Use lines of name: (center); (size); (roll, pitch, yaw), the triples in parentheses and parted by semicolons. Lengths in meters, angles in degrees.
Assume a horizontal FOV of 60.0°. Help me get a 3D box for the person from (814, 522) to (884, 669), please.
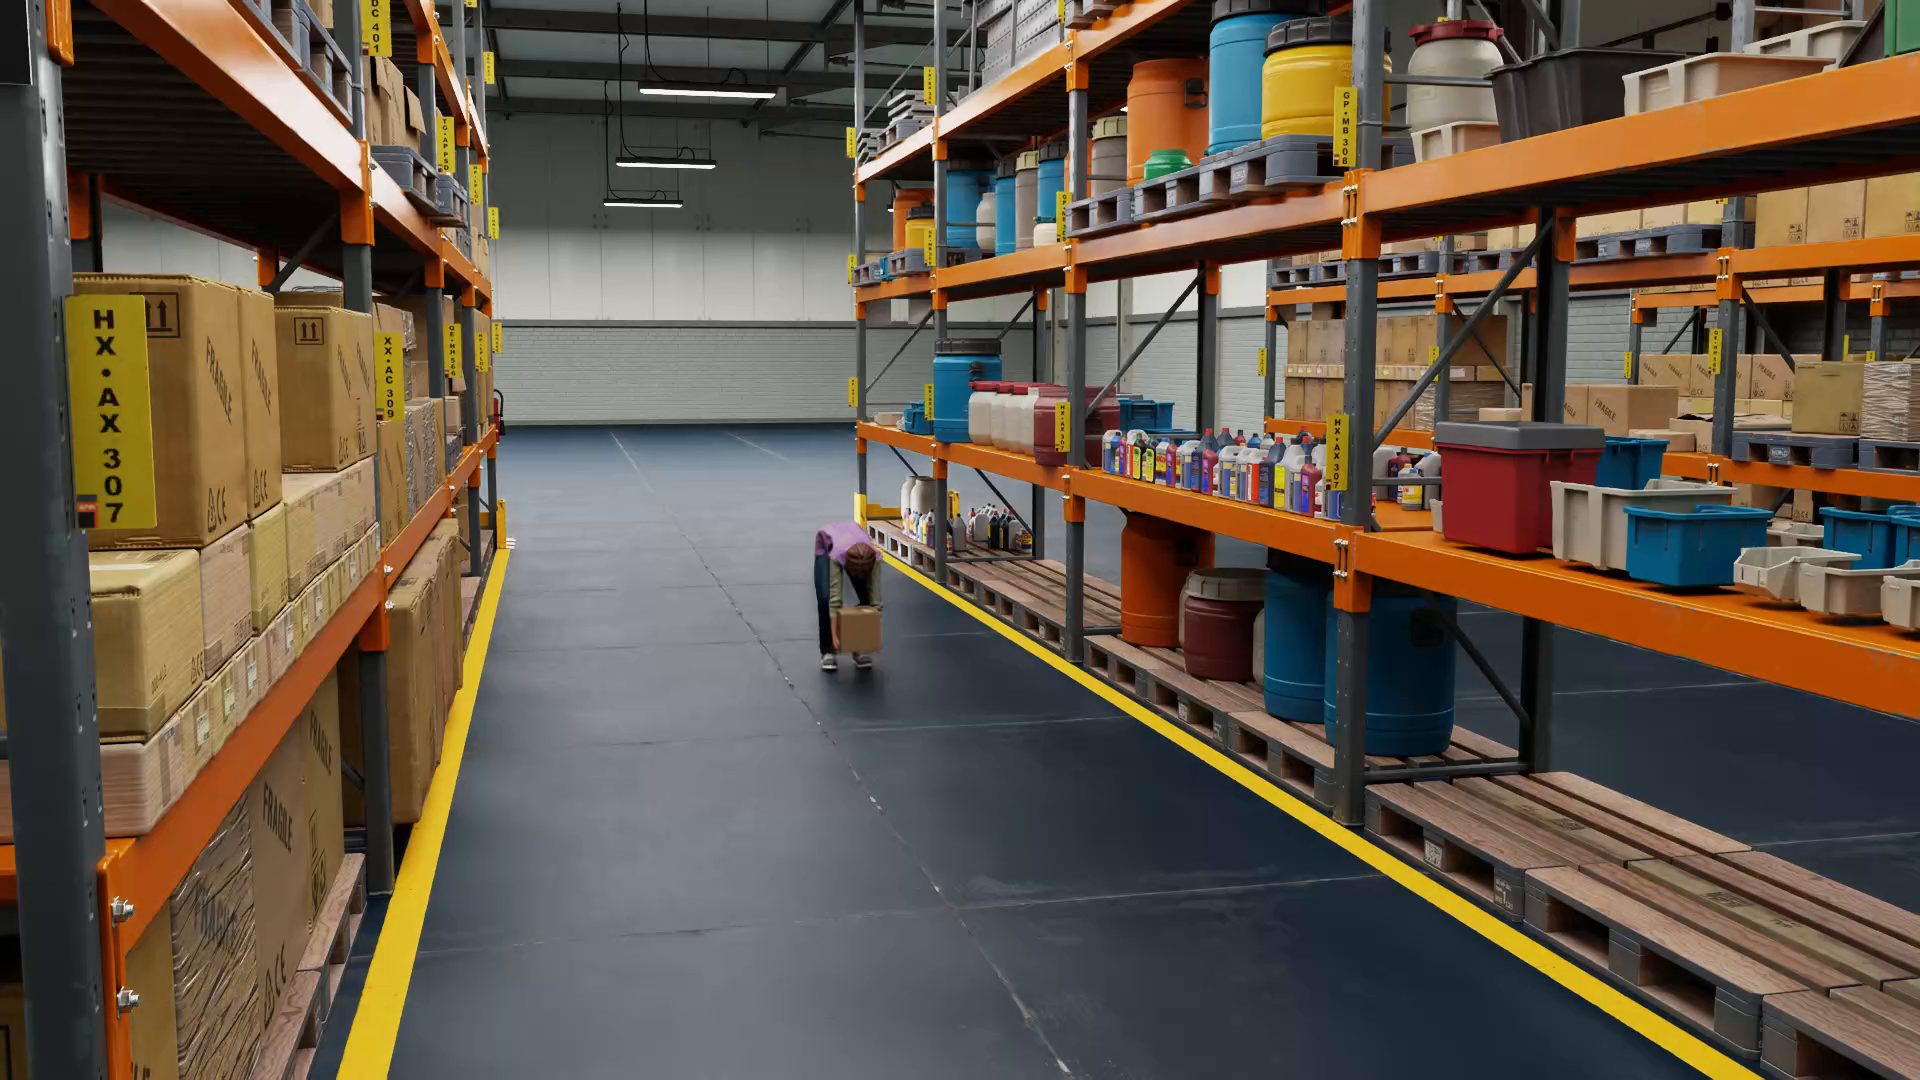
person: (-0.710, 0.380, 10.793); (0.406, 0.969, 0.870); (-2, 7, -16)
